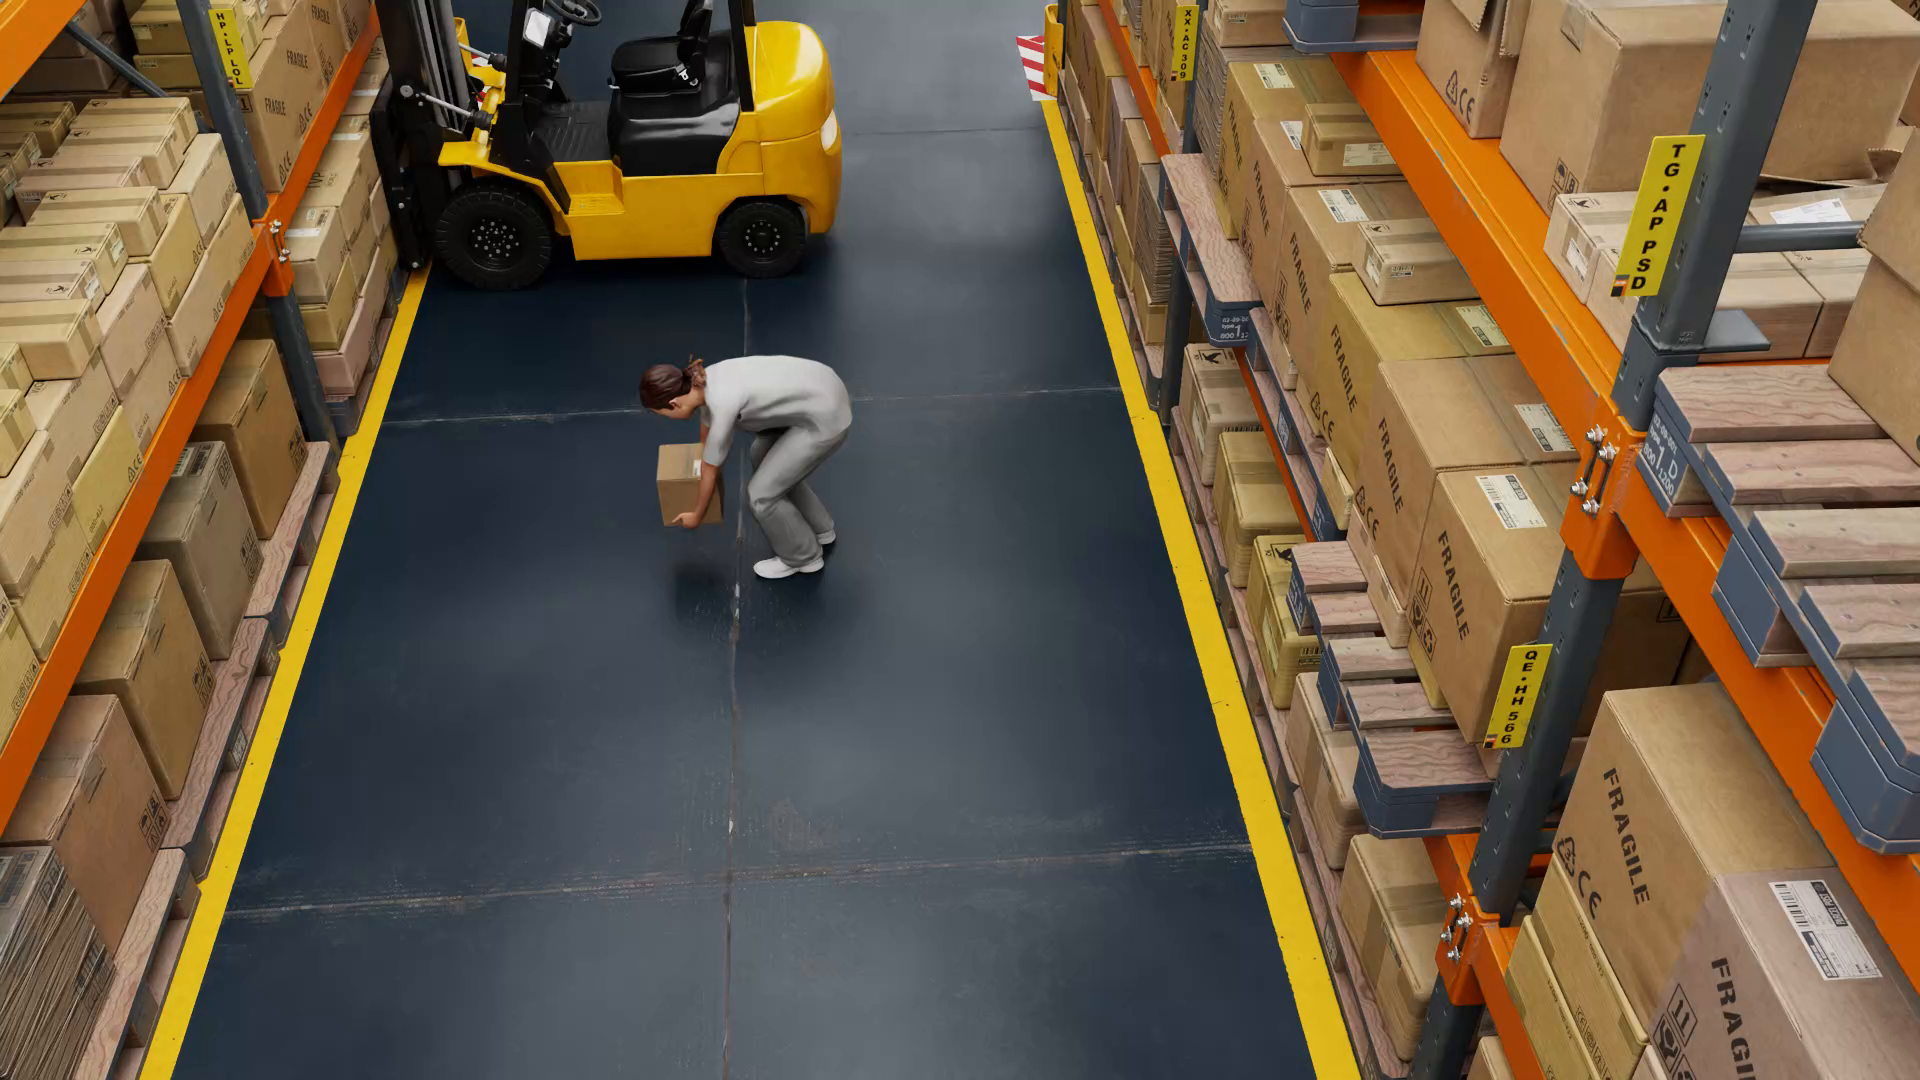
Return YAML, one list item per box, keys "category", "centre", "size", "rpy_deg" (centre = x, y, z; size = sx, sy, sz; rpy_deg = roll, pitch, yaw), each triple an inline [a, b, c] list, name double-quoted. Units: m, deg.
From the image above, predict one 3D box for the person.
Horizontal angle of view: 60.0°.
- category: "person"
  centre: [-0.878, -0.333, 7.039]
  size: [0.864, 1.074, 0.449]
  rpy_deg: [-5, 40, -6]
